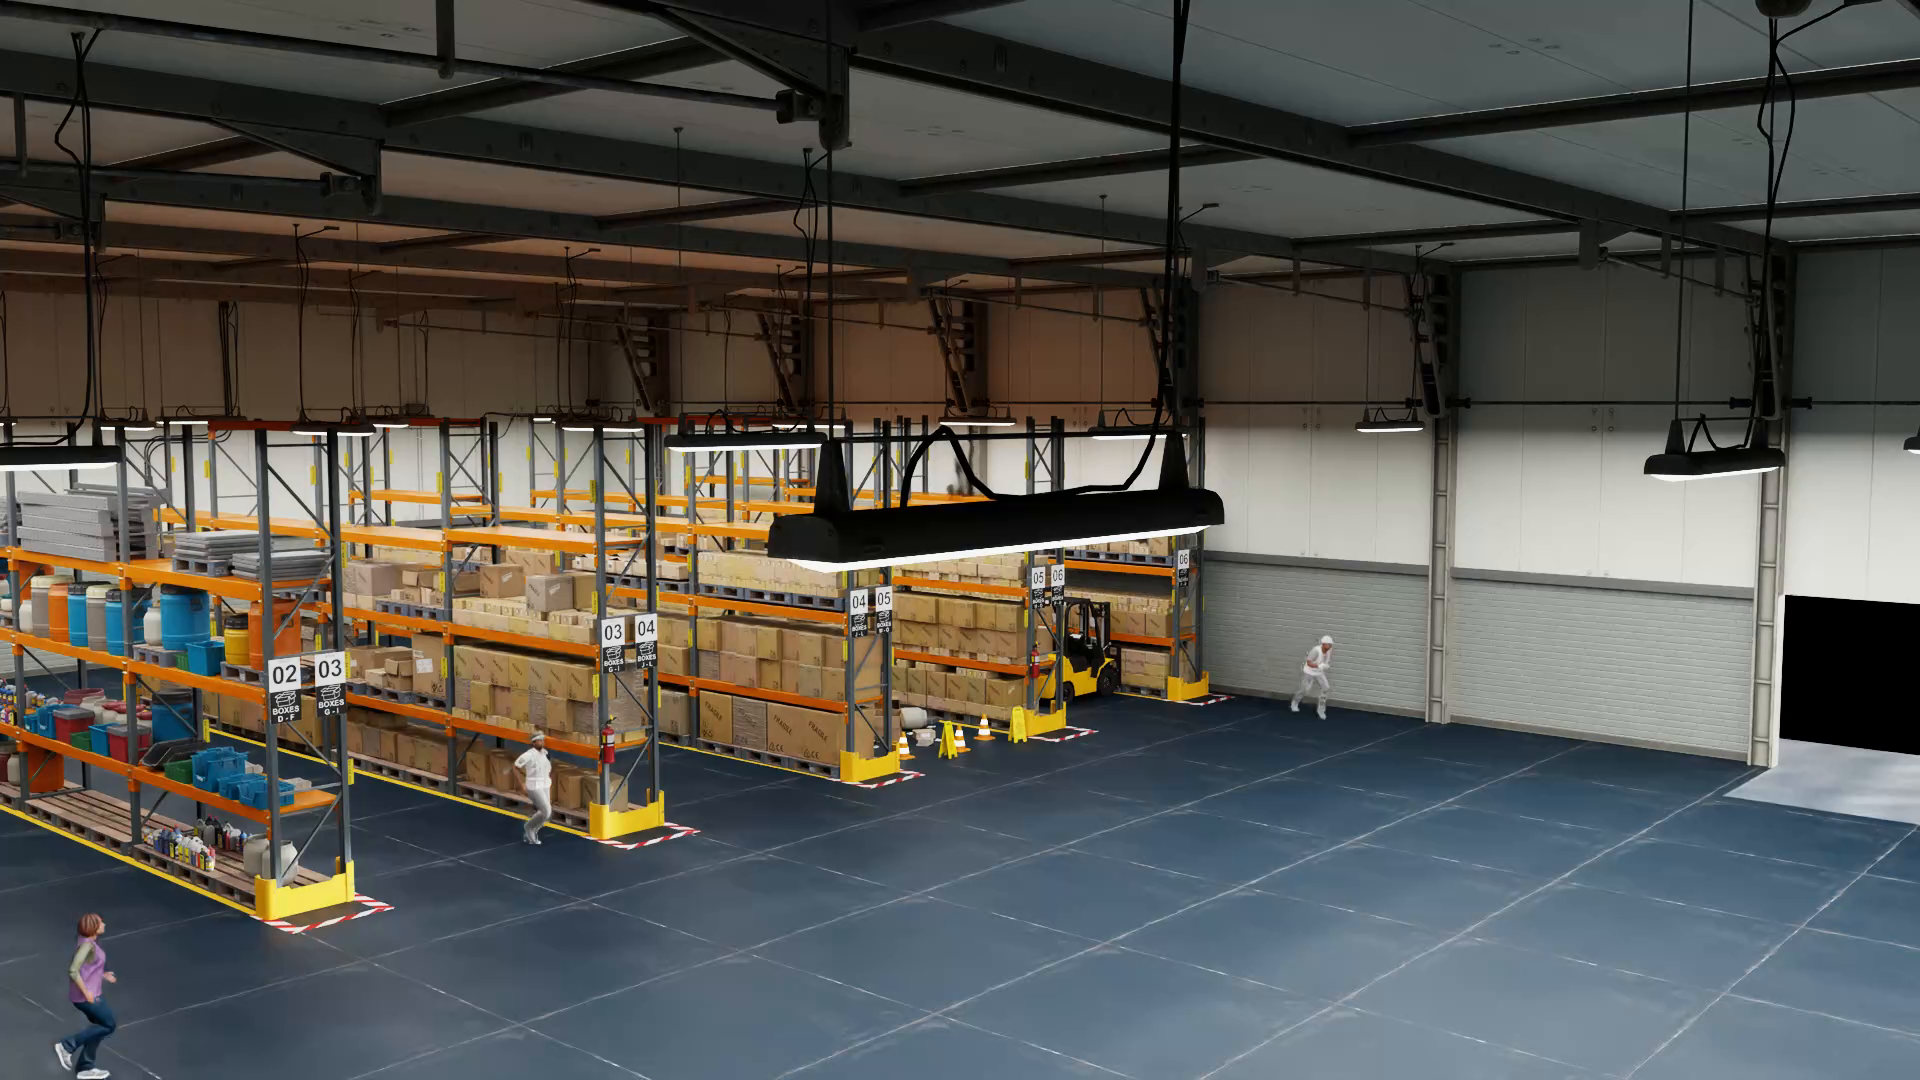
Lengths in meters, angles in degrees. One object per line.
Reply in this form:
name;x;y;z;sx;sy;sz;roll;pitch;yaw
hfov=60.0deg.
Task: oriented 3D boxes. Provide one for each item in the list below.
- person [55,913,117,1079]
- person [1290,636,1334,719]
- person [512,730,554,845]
person;-8.181;4.270;15.557;0.532;1.558;0.552;-3;5;-29
person;7.095;2.744;33.453;0.730;1.725;1.028;-4;6;-39
person;-5.996;3.532;23.704;0.571;1.641;0.566;2;5;26
